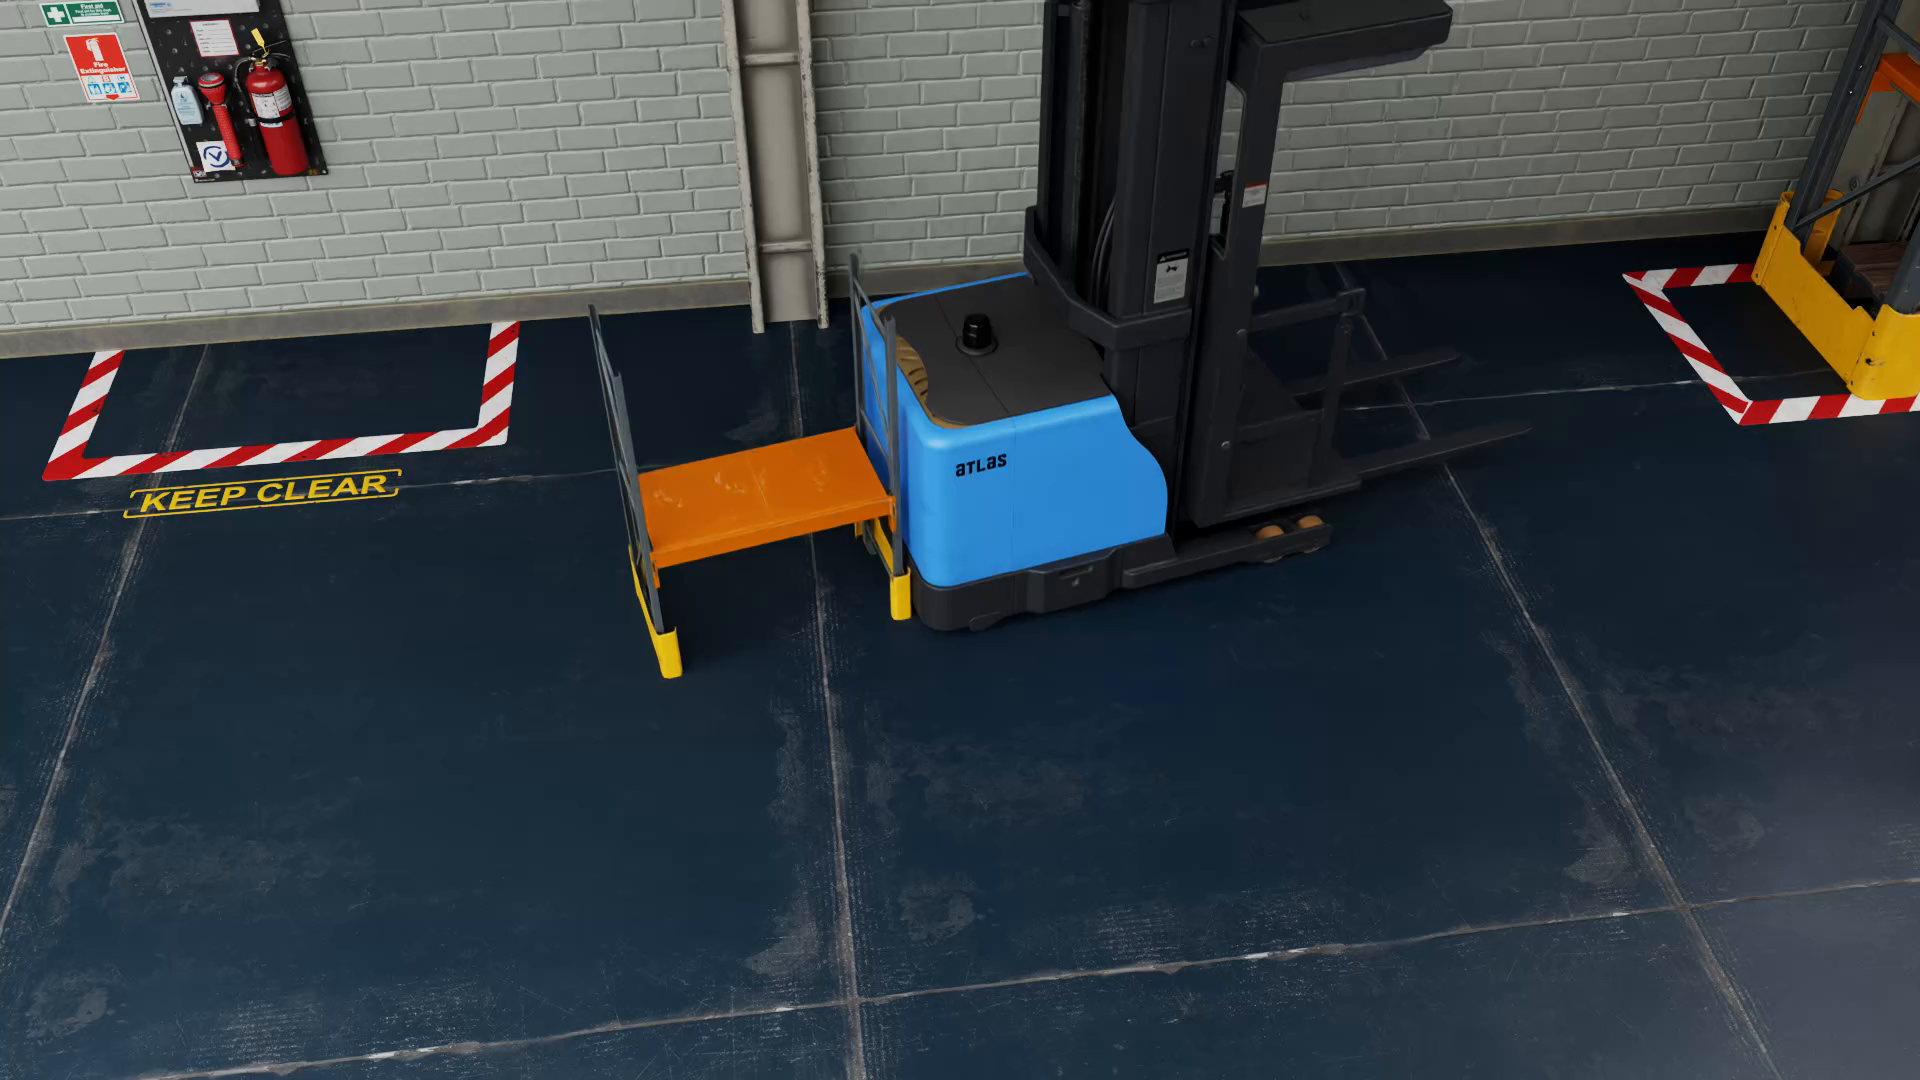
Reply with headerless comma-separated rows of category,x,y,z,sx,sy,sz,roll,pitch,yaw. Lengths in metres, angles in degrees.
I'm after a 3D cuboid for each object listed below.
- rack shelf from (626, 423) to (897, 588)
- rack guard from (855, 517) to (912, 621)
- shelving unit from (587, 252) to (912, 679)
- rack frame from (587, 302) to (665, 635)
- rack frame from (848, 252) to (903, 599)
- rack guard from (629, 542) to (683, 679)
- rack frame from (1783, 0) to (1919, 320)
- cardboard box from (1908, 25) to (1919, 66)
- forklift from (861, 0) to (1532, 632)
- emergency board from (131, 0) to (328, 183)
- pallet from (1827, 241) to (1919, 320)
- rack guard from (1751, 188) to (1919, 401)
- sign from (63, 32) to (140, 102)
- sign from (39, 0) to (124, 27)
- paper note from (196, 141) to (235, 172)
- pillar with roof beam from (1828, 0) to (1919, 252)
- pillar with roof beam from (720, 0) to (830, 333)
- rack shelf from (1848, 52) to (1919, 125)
rack shelf,-0.815,-0.153,6.784,1.000,0.185,0.538,-14,44,-15
rack guard,-0.338,0.062,7.210,0.087,0.250,0.587,-14,44,-15
shelving unit,-0.806,-0.289,6.666,1.083,1.500,0.587,-14,44,-15
rack frame,-1.293,-0.171,6.535,0.032,1.500,0.500,-14,44,-15
rack frame,-0.337,-0.402,6.791,0.032,1.500,0.500,-14,44,-15
rack guard,-1.275,0.288,6.959,0.087,0.250,0.587,-14,44,-15
rack frame,4.469,-2.196,7.660,0.127,3.000,1.000,-5,42,-6
cardboard box,4.907,-2.317,7.891,0.500,0.250,0.500,-4,42,-5
forklift,1.118,-1.308,6.727,3.031,2.935,1.130,-14,44,-15
emergency board,-3.354,-2.121,7.577,0.643,1.169,0.194,-5,42,-6
pallet,5.355,-1.214,8.654,1.213,0.211,1.003,-5,42,-6
rack guard,4.544,-1.274,8.505,0.348,0.500,1.175,-5,42,-6
sign,-3.915,-2.155,7.588,0.234,0.329,0.001,-5,42,-6
sign,-3.910,-2.346,7.404,0.331,0.109,0.001,-5,42,-6
paper note,-3.538,-1.824,7.906,0.142,0.148,0.016,-5,42,-6
pillar with roof beam,5.609,-2.200,3.185,0.400,9.000,9.100,-5,42,-6
pillar with roof beam,-0.340,-1.679,2.608,0.400,9.000,9.100,-5,42,-6
rack shelf,6.452,-2.102,8.094,4.000,0.370,1.077,-5,42,-6
